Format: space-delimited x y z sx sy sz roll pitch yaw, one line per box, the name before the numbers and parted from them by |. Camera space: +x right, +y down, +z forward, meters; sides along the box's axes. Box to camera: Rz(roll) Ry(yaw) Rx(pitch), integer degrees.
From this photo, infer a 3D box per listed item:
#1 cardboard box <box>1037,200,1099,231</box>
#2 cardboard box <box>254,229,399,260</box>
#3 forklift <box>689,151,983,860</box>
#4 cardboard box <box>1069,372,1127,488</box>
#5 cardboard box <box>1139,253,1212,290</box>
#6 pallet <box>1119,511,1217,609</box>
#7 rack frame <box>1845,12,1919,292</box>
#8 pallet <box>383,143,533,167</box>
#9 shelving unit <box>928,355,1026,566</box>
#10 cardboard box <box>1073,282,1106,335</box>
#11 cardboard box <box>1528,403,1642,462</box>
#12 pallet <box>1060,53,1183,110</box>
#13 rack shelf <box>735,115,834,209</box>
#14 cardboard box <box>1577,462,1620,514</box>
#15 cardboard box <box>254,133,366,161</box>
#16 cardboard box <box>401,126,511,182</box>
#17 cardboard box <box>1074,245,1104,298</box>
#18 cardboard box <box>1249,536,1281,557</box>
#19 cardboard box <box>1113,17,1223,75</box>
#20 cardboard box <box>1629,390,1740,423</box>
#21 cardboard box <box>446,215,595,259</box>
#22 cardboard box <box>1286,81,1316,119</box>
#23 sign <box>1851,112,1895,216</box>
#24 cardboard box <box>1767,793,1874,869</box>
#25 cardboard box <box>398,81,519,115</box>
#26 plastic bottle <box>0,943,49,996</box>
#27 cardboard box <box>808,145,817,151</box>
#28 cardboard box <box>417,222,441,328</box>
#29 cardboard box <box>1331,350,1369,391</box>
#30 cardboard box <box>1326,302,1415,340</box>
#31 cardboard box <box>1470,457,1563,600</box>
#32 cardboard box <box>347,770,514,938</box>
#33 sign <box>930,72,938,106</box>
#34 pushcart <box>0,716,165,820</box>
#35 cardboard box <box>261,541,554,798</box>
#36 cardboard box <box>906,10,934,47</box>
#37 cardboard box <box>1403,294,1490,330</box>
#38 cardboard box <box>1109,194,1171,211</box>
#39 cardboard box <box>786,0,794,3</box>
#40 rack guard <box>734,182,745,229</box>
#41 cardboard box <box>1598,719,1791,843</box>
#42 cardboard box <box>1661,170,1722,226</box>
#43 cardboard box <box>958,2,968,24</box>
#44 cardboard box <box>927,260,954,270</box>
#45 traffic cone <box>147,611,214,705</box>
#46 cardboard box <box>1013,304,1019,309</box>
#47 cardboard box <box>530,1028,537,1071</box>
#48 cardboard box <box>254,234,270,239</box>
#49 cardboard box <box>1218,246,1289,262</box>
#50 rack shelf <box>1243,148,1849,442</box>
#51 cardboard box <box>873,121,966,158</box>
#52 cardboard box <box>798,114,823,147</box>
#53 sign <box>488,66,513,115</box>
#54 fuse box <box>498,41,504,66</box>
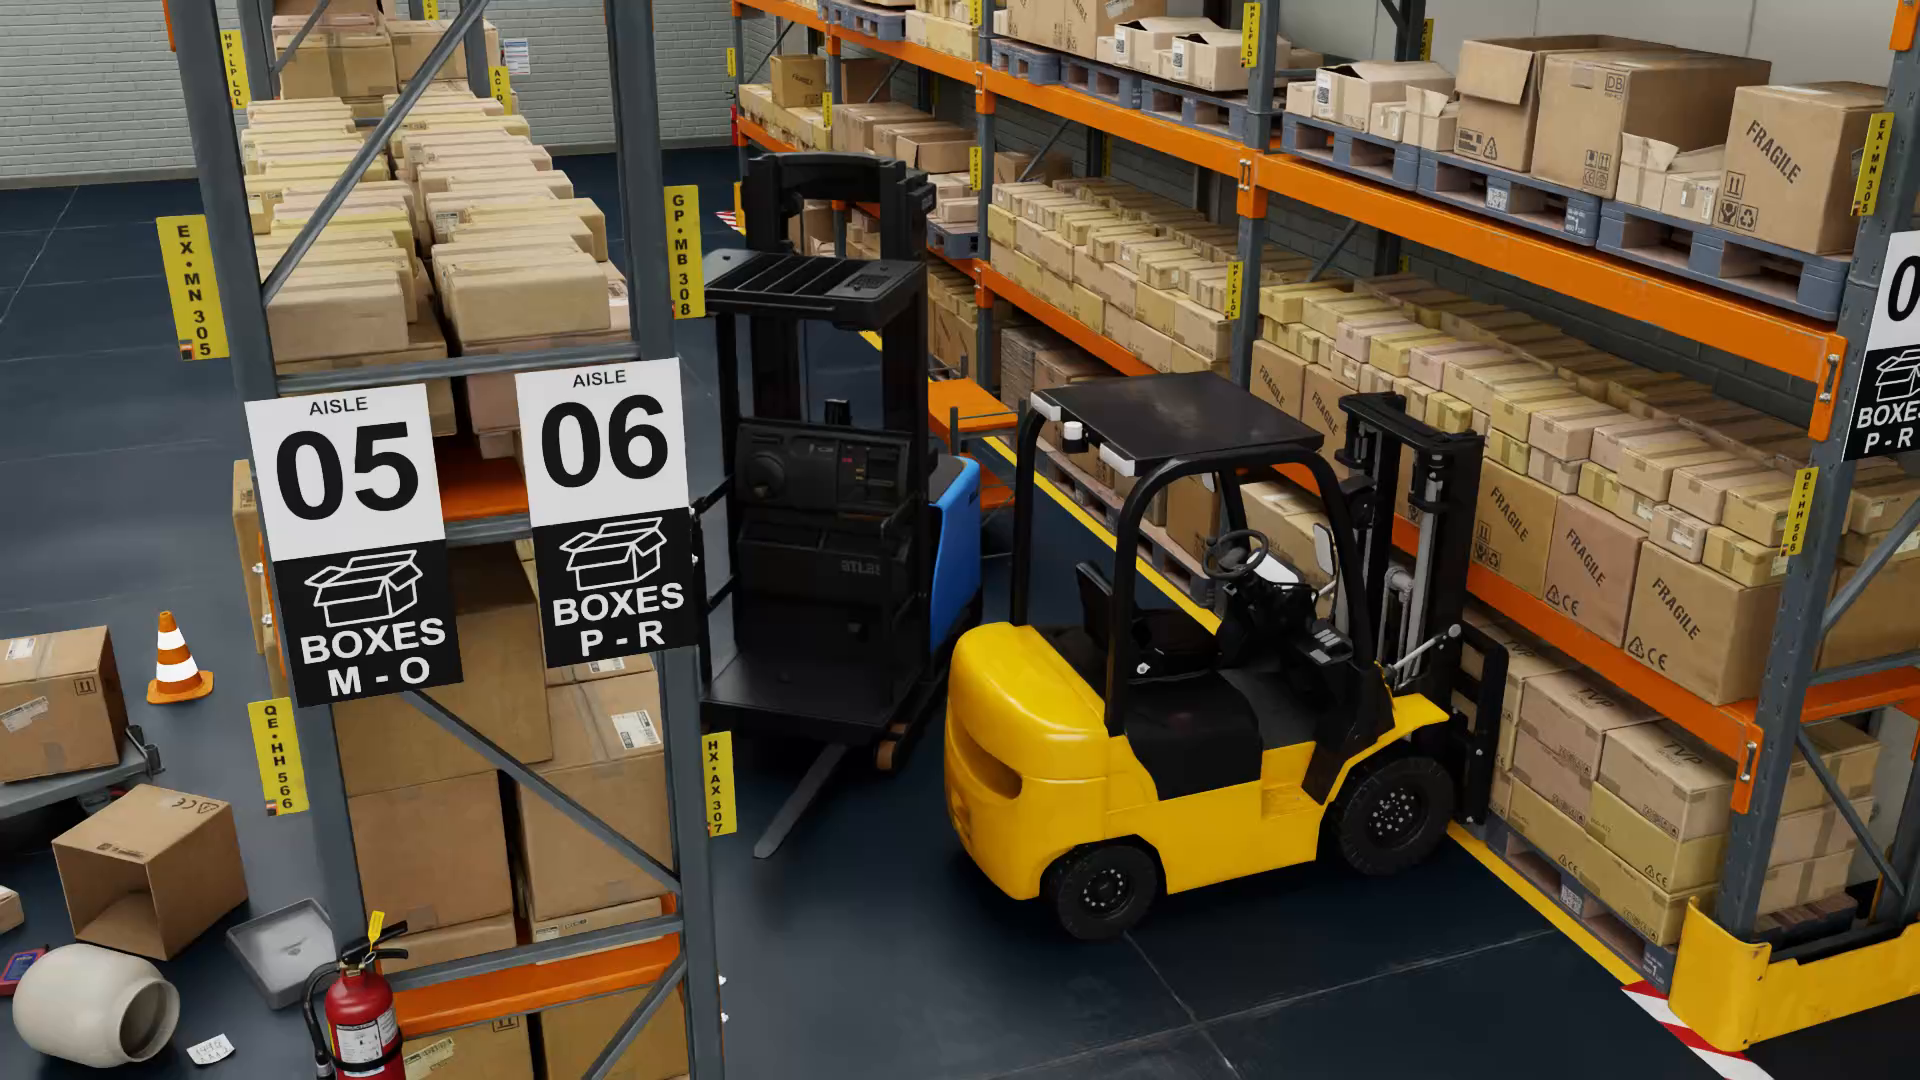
cardboard box | 0.779 -2.340 11.975 0.380 0.149 0.250 -8 24 -18
cardboard box | -1.747 -0.747 4.595 0.380 0.149 0.250 -9 24 -20
forklift | -0.762 -0.339 8.280 1.130 2.935 3.031 6 24 15
cardboard box | 1.311 -0.821 11.851 0.875 0.625 0.625 -9 25 -21
cardboard box | 1.350 -1.681 10.412 0.380 0.149 0.250 -9 25 -21
pallet | 1.744 0.045 10.871 1.003 0.211 1.213 -8 24 -19
rack frame | 3.453 -2.288 5.093 1.000 3.000 0.127 -8 24 -19
pallet | -2.720 -1.830 8.108 1.213 0.211 1.003 -8 24 -19
shelving unit | -0.002 -0.521 11.037 0.538 1.125 1.048 -8 24 -19
cardboard box | 1.099 -1.609 11.397 0.500 0.250 0.500 -8 24 -17
cardboard box | 2.681 -0.464 7.142 0.380 0.149 0.250 -8 24 -18
pallet | 1.348 -3.086 11.090 1.003 0.211 1.213 -7 24 -17
rack shelf | -1.492 -4.279 18.467 1.077 0.370 4.000 -8 24 -19
cardboard box | 2.839 -0.240 6.992 0.380 0.149 0.250 -9 24 -19
cardboard box | -2.389 -1.400 6.143 0.380 0.149 0.250 -9 25 -21
cardboard box | -1.903 -1.467 6.304 0.380 0.149 0.250 -9 24 -20
cardboard box | 1.103 -1.840 11.304 0.500 0.250 0.500 -8 24 -18
cardboard box | 1.922 0.084 9.545 0.500 0.250 0.500 -8 24 -19
cardboard box | 1.285 -3.067 10.247 0.500 0.311 0.500 -9 25 -21
cardboard box | 3.177 -0.535 7.311 0.380 0.149 0.250 -8 24 -17
cardboard box | -1.258 -0.821 4.771 0.380 0.149 0.250 -8 24 -19
cardboard box | 1.915 -2.279 8.586 0.380 0.149 0.250 -8 24 -18
sign | 2.941 -1.208 5.355 0.100 0.325 0.005 -8 24 -19
cardboard box | 3.482 1.120 7.087 0.500 0.250 0.500 -8 24 -18
cardboard box | -2.433 -2.069 8.087 0.500 0.250 0.500 -9 24 -20
plastic bottle | -3.901 1.785 6.935 0.133 0.061 0.283 -4 23 -10
cardboard box | -1.361 -4.032 17.278 0.380 0.149 0.250 -8 24 -18
cardboard box | -1.492 -0.880 5.423 0.500 0.250 0.500 -8 24 -17
cardboard box | 2.136 -0.886 8.526 0.380 0.149 0.250 -8 24 -18
cardboard box | 2.151 -1.129 8.719 0.380 0.149 0.250 -9 24 -20
cardboard box | 2.678 -0.089 7.470 0.500 0.500 0.500 -9 24 -20
cardboard box | -1.638 0.816 4.940 0.500 0.500 0.500 -9 24 -20
sign | -0.268 -4.495 16.562 0.100 0.325 0.005 -8 24 -19
pushcart | -4.717 1.244 7.812 1.648 0.377 0.936 -18 29 -37
cardboard box | -1.574 0.359 4.737 0.700 0.500 0.500 -9 24 -20
cardboard box | -0.136 -4.261 13.829 0.500 0.250 0.500 -8 24 -19
cardboard box | 2.592 -1.194 8.873 0.380 0.149 0.250 -9 24 -19
cardboard box | 1.315 -2.423 12.174 0.380 0.149 0.250 -9 24 -20
cardboard box | -1.604 -5.711 17.398 0.380 0.149 0.250 -8 24 -18
rack guard | -2.172 -4.158 20.472 1.175 0.500 0.348 -8 24 -19
cardboard box | 2.999 0.964 6.812 0.500 0.250 0.500 -8 24 -17
cardboard box | 2.877 -1.289 6.239 0.380 0.149 0.250 -9 24 -21
cardboard box | 0.204 -4.120 12.981 0.380 0.149 0.250 -9 24 -20
cardboard box | -0.226 -2.402 14.929 0.380 0.149 0.250 -10 25 -22
traffic cone | -4.350 0.616 9.194 0.336 0.463 0.334 -8 24 -19
cardboard box | 0.586 -1.845 14.443 0.500 0.500 0.500 -8 24 -19
cardboard box | -1.388 1.714 6.320 0.500 0.250 0.500 -7 24 -17
cardboard box | -1.986 -0.811 5.261 0.500 0.250 0.500 -8 24 -18
cardboard box | 1.874 -1.765 10.612 0.380 0.149 0.250 -9 24 -20
rack shelf | 2.747 -1.301 7.540 1.077 0.370 4.000 -8 24 -19
cardboard box | -0.364 -3.444 14.889 0.700 0.500 0.500 -8 24 -19
cardboard box | -1.385 -4.284 17.361 0.500 0.250 0.500 -8 24 -19
sign | -2.097 -1.993 7.588 0.100 0.325 0.005 -8 24 -19
fuse box | -6.838 -6.342 24.094 0.539 1.711 0.414 -8 24 -19
